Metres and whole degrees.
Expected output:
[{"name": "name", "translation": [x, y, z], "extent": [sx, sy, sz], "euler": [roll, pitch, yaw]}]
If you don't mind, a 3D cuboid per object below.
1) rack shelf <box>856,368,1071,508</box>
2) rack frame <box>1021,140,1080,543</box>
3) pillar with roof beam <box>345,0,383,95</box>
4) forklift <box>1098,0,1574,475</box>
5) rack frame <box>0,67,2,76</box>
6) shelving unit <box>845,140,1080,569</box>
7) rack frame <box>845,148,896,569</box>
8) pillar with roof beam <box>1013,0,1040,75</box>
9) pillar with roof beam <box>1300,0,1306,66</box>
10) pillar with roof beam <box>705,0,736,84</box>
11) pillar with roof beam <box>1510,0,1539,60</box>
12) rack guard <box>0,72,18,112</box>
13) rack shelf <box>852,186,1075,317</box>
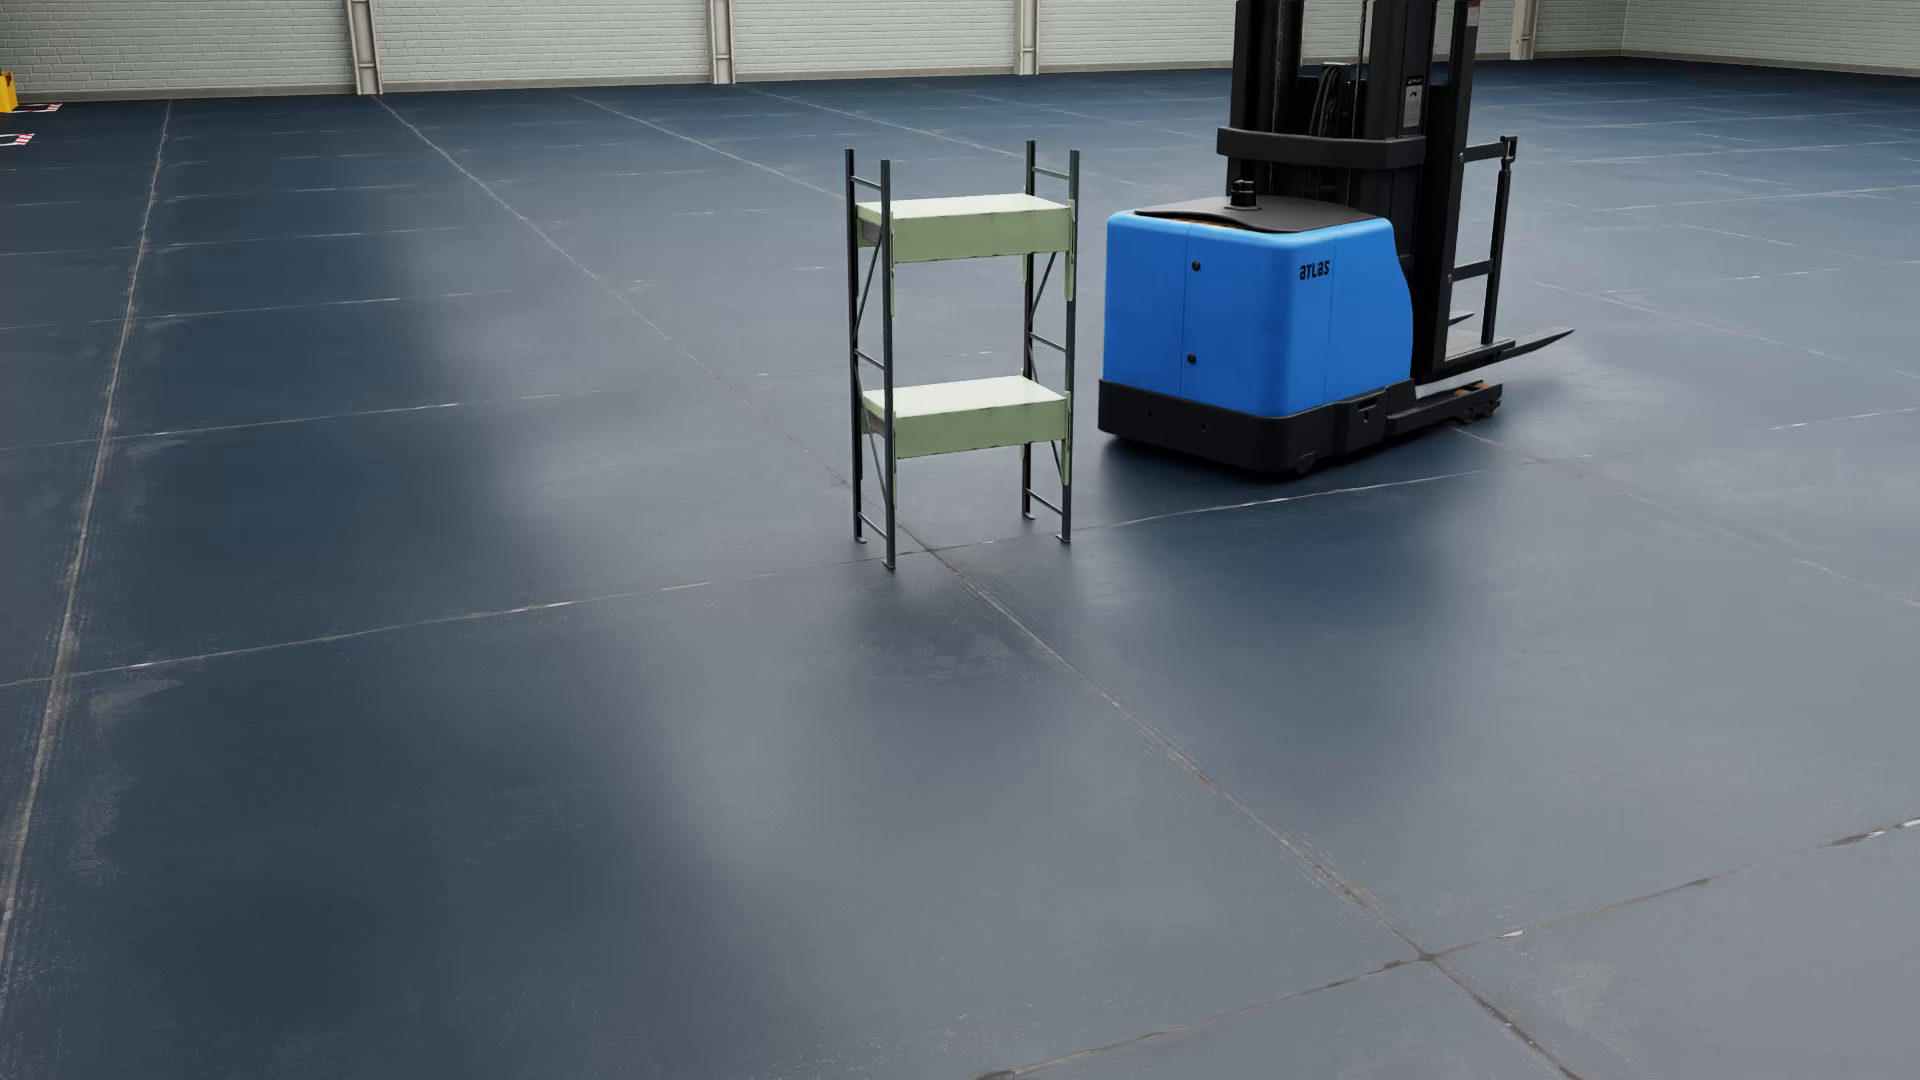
[{"name": "rack shelf", "translation": [0.006, -0.401, 6.384], "extent": [0.720, 0.370, 0.431], "euler": [-8, 21, -22]}, {"name": "rack frame", "translation": [0.342, -0.756, 6.412], "extent": [0.023, 1.500, 0.400], "euler": [-8, 21, -22]}, {"name": "pillar with roof beam", "translation": [-8.046, -10.305, 22.239], "extent": [0.400, 9.000, 9.100], "euler": [-8, 21, -22]}, {"name": "forklift", "translation": [2.057, -2.064, 7.971], "extent": [3.031, 2.935, 1.130], "euler": [-18, 26, -41]}, {"name": "rack frame", "translation": [-14.264, -7.815, 24.202], "extent": [0.127, 3.000, 1.000], "euler": [-8, 21, -22]}, {"name": "shelving unit", "translation": [0.006, -0.708, 6.275], "extent": [0.755, 1.500, 0.431], "euler": [-8, 21, -22]}, {"name": "rack frame", "translation": [-0.330, -0.660, 6.139], "extent": [0.023, 1.500, 0.400], "euler": [-8, 21, -22]}, {"name": "pillar with roof beam", "translation": [2.972, -11.883, 26.723], "extent": [0.400, 9.000, 9.100], "euler": [-8, 21, -22]}, {"name": "pillar with roof beam", "translation": [8.481, -12.673, 28.964], "extent": [0.400, 9.000, 9.100], "euler": [-8, 21, -22]}, {"name": "pillar with roof beam", "translation": [-2.537, -11.094, 24.481], "extent": [0.400, 9.000, 9.100], "euler": [-8, 21, -22]}, {"name": "pillar with roof beam", "translation": [13.991, -13.462, 31.206], "extent": [0.400, 9.000, 9.100], "euler": [-8, 21, -22]}, {"name": "rack guard", "translation": [-14.242, -6.639, 24.626], "extent": [0.348, 0.500, 1.175], "euler": [-8, 21, -22]}, {"name": "rack shelf", "translation": [0.006, -1.076, 6.146], "extent": [0.720, 0.370, 0.431], "euler": [-8, 21, -22]}]
